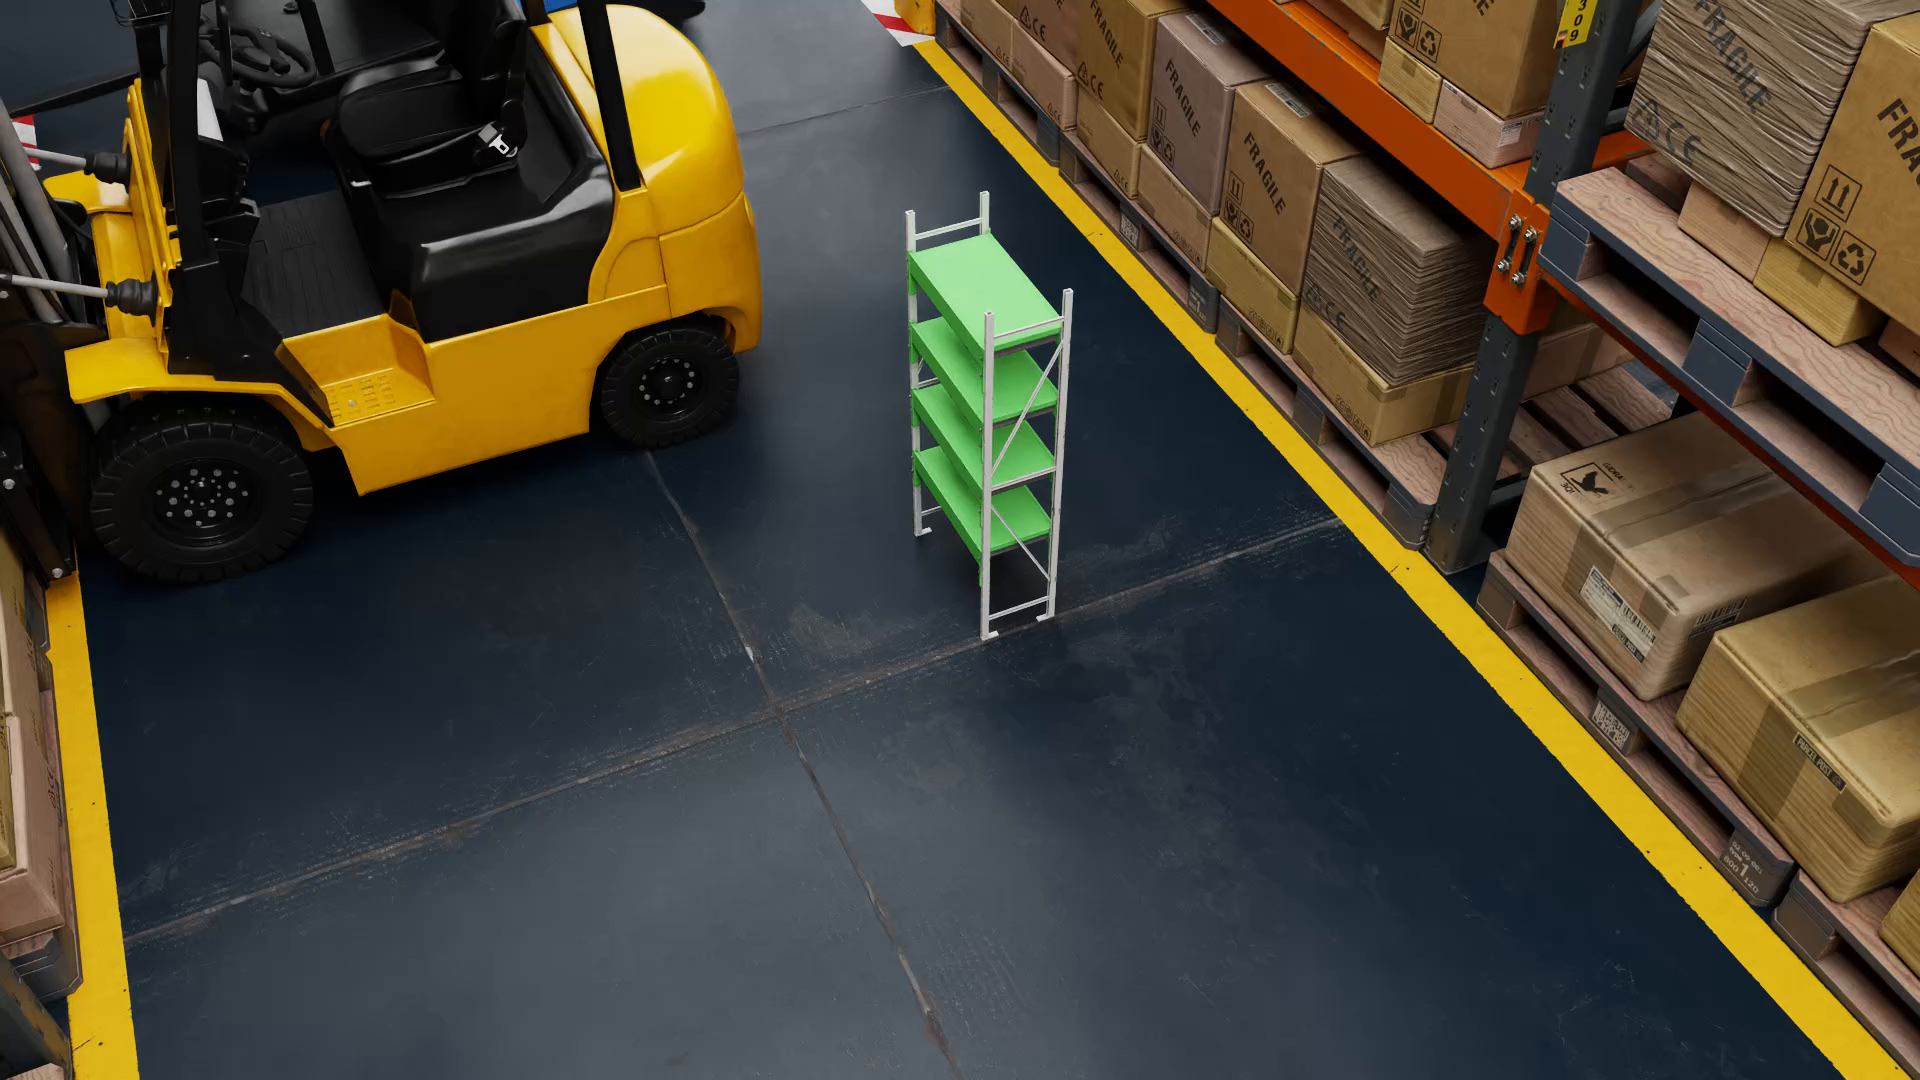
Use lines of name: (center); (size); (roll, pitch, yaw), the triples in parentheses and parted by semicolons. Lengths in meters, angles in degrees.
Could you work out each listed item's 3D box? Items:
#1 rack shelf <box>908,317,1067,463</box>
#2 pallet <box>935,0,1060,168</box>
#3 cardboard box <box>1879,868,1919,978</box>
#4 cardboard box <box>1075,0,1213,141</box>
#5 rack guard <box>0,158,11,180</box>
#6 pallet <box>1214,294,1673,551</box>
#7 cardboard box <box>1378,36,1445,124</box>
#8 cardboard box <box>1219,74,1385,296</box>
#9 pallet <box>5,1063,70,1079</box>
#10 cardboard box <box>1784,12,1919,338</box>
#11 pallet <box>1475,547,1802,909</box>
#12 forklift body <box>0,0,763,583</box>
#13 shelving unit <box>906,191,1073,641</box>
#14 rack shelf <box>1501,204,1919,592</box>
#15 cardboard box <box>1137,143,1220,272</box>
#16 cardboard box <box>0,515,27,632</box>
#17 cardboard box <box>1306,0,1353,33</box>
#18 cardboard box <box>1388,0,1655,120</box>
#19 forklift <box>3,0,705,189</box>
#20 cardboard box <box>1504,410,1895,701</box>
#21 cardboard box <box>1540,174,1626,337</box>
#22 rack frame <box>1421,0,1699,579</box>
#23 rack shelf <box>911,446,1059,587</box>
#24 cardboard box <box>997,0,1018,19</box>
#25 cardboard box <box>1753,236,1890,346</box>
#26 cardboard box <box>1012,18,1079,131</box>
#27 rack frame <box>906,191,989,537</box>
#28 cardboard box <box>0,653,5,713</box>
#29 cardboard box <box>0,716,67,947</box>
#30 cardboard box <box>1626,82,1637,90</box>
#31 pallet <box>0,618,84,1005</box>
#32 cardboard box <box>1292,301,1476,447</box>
rack shelf: (0.070, -0.447, 4.598); (0.258, 0.148, 0.480); (-18, 47, -17)
pallet: (0.584, -2.116, 7.245); (1.003, 0.211, 1.213); (-18, 47, -17)
cardboard box: (2.747, 0.883, 3.792); (0.950, 0.372, 0.625); (-17, 47, -16)
cardboard box: (0.769, -1.859, 6.123); (0.500, 0.500, 0.500); (-17, 47, -17)
rack guard: (-4.269, -1.343, 6.255); (1.175, 0.500, 0.348); (-18, 47, -17)
pallet: (1.610, -0.561, 5.669); (1.003, 0.211, 1.213); (-18, 47, -17)
cardboard box: (1.402, -1.319, 4.630); (0.380, 0.149, 0.250); (-17, 47, -17)
cardboard box: (1.217, -1.196, 5.451); (0.500, 0.500, 0.500); (-17, 47, -17)
pallet: (-2.232, 1.782, 3.293); (1.003, 0.211, 1.213); (-18, 47, -17)
cardboard box: (2.073, -0.725, 3.267); (0.500, 0.500, 0.500); (-18, 47, -17)
pallet: (2.253, 0.352, 4.743); (1.003, 0.211, 1.213); (-18, 47, -17)
forklift body: (-1.807, -1.245, 4.981); (2.313, 2.155, 1.214); (-18, 47, -17)
shelving unit: (0.070, -0.322, 4.722); (0.258, 1.200, 0.503); (-18, 47, -17)
rack shelf: (2.766, 0.394, 3.227); (1.077, 0.370, 4.000); (-18, 47, -17)
cardboard box: (0.990, -1.266, 6.056); (0.500, 0.250, 0.500); (-17, 47, -17)
cardboard box: (-2.938, 0.113, 4.658); (0.500, 0.250, 0.500); (-17, 47, -17)
cardboard box: (1.271, -1.671, 4.986); (0.380, 0.149, 0.250); (-19, 48, -18)
cardboard box: (1.512, -1.488, 4.339); (0.500, 0.500, 0.500); (-19, 48, -18)
forklift: (-2.629, -3.033, 6.237); (3.031, 2.935, 1.130); (-30, 52, -27)
cardboard box: (2.148, -0.017, 4.704); (0.950, 0.372, 0.625); (-17, 47, -17)
cardboard box: (1.922, -1.030, 5.283); (0.500, 0.500, 0.500); (-16, 47, -16)
rack frame: (1.925, -1.136, 4.266); (1.000, 3.000, 0.127); (-18, 47, -17)
rack shelf: (0.070, -0.105, 4.935); (0.258, 0.148, 0.480); (-18, 47, -17)
cardboard box: (0.342, -2.512, 6.785); (0.500, 0.500, 0.500); (-20, 48, -19)
cardboard box: (1.967, -0.589, 3.591); (0.380, 0.149, 0.250); (-17, 47, -17)
cardboard box: (0.539, -1.933, 6.732); (0.500, 0.250, 0.500); (-16, 47, -16)
rack frame: (-0.033, -0.477, 4.879); (0.240, 1.200, 0.015); (-18, 47, -17)
cardboard box: (-2.714, 0.263, 4.150); (0.500, 0.250, 0.500); (-18, 47, -18)
cardboard box: (-2.480, 0.755, 4.008); (0.500, 0.250, 0.500); (-18, 47, -17)
cardboard box: (2.083, -1.343, 4.654); (0.380, 0.149, 0.250); (-18, 47, -18)
pallet: (-2.874, 0.805, 4.284); (1.003, 0.211, 1.213); (-18, 47, -17)
cardboard box: (1.432, -0.605, 5.386); (0.500, 0.250, 0.500); (-16, 47, -16)
